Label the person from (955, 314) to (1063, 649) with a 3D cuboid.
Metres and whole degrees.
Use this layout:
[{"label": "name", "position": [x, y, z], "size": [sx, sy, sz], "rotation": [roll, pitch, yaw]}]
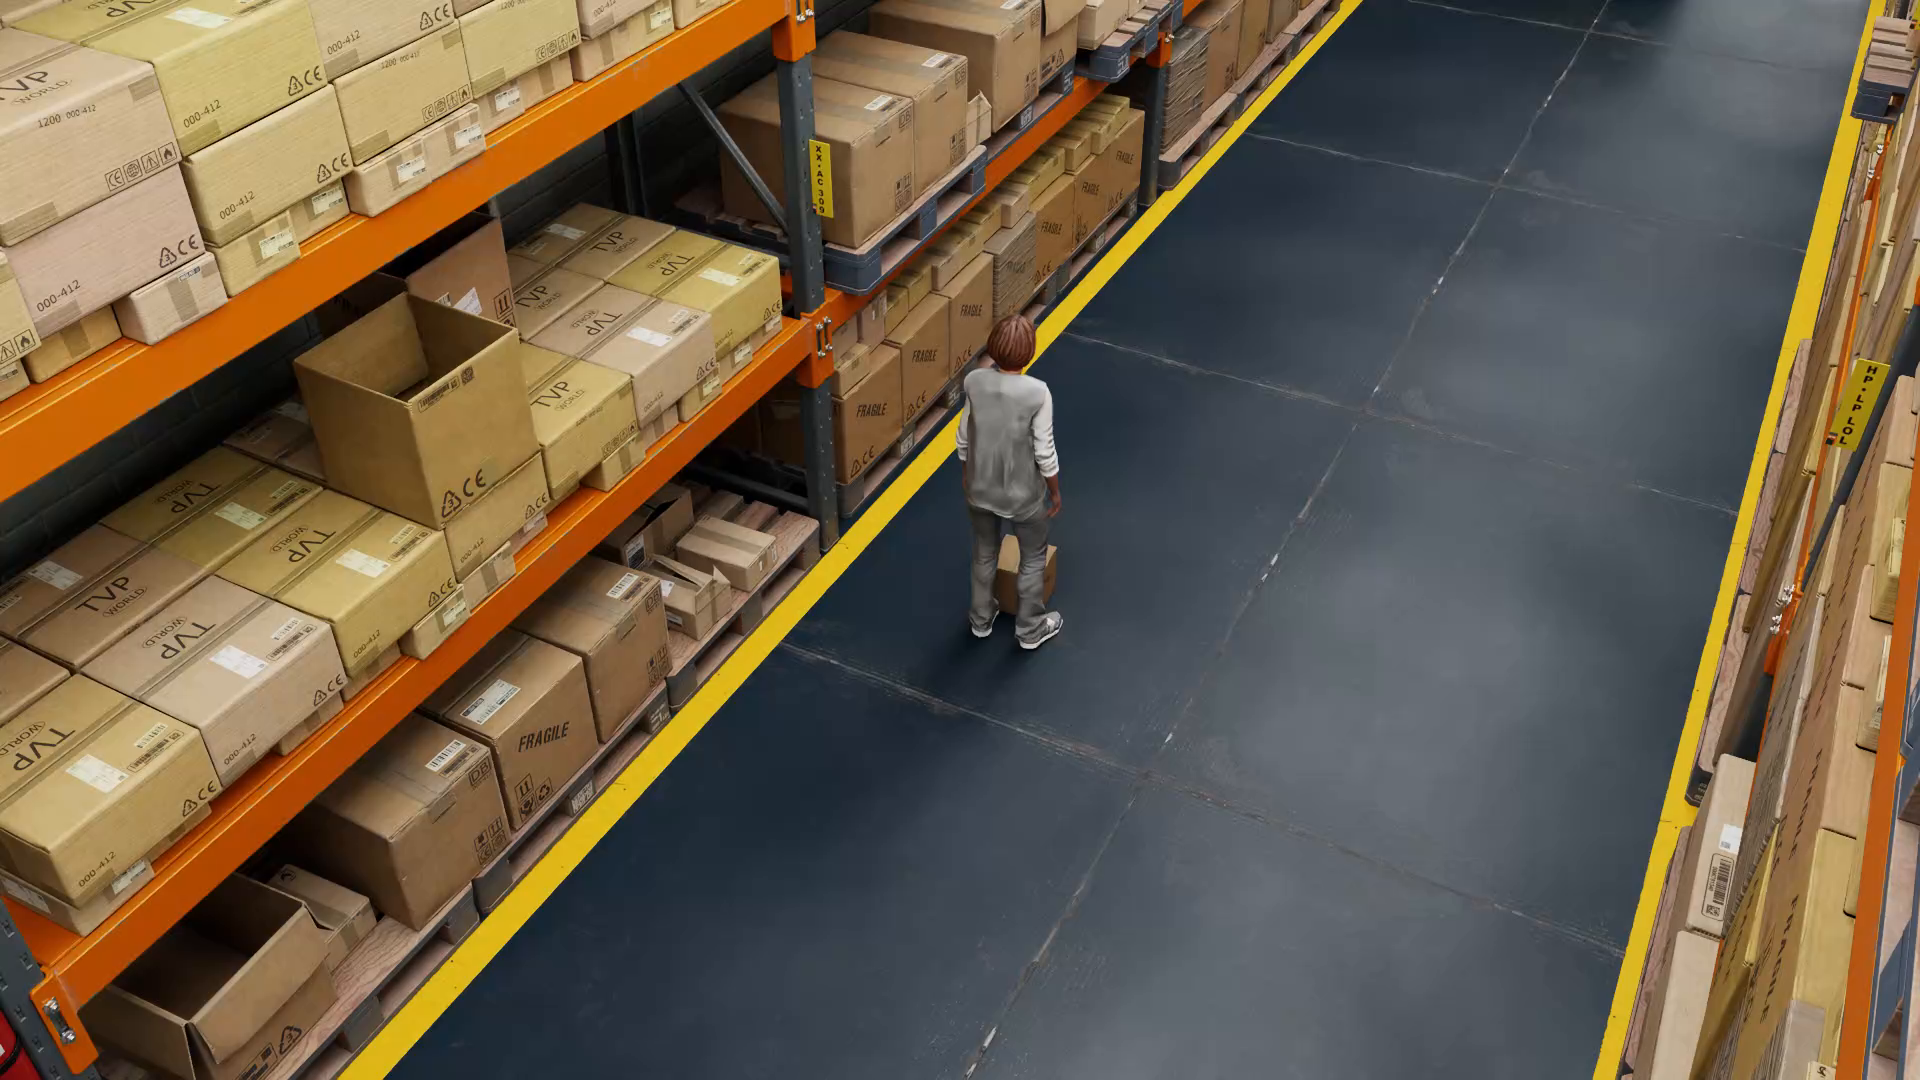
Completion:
[{"label": "person", "position": [0.202, -0.215, 7.027], "size": [0.462, 1.592, 0.344], "rotation": [16, 41, 19]}]
